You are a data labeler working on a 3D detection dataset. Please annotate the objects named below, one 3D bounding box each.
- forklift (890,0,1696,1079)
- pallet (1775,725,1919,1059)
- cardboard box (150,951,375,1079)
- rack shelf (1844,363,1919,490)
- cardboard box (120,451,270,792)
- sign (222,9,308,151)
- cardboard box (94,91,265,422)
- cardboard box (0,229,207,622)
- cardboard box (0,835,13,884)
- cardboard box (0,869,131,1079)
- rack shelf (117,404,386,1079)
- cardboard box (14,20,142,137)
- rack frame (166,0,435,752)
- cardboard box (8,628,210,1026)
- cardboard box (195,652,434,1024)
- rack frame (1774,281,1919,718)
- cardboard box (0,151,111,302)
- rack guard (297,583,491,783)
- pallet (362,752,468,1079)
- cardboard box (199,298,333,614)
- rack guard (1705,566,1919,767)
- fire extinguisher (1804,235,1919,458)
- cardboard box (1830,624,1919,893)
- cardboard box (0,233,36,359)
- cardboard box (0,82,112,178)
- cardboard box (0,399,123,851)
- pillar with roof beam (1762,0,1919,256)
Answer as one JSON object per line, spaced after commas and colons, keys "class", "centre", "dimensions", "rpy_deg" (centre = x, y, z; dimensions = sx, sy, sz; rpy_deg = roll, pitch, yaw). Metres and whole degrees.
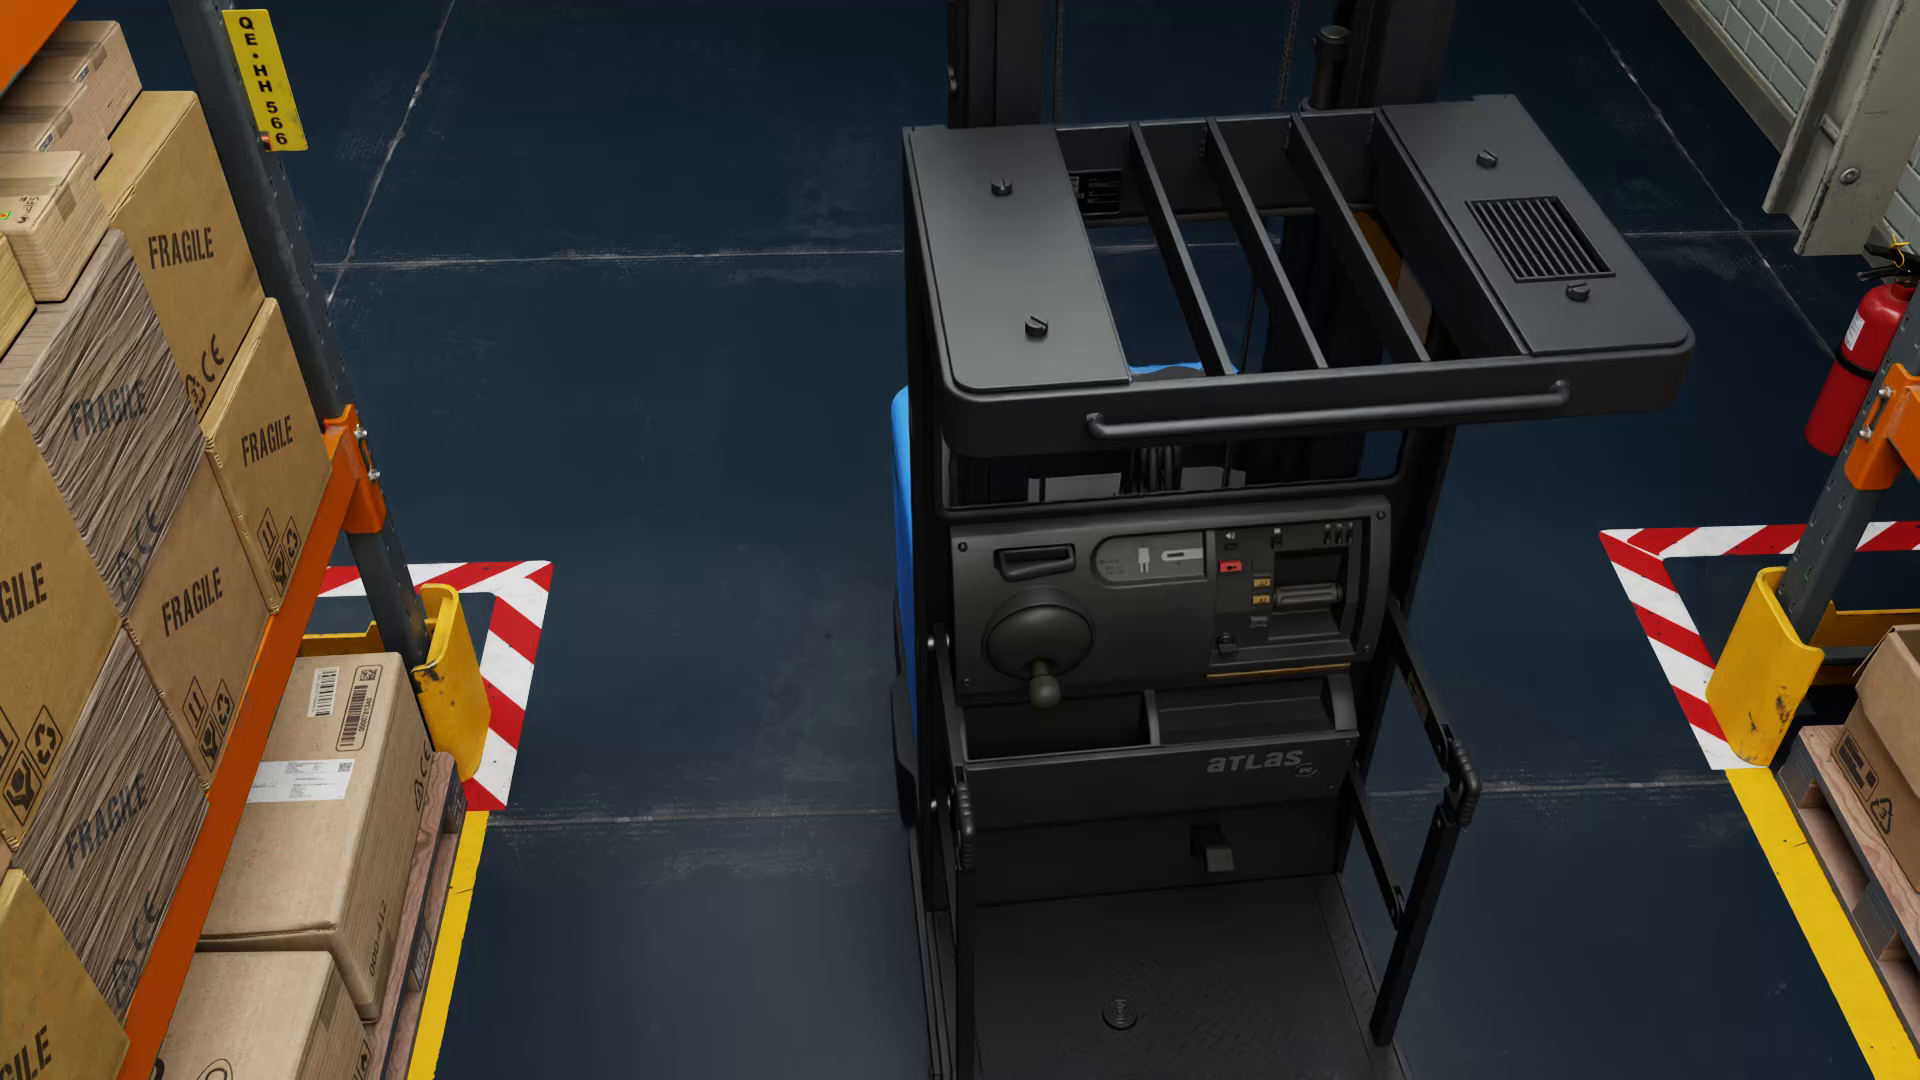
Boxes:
{"class": "forklift", "centre": [0.472, 0.217, 3.344], "dimensions": [1.130, 2.935, 3.031], "rpy_deg": [-4, 43, -5]}
{"class": "pallet", "centre": [2.962, 1.011, 4.491], "dimensions": [1.003, 0.211, 1.213], "rpy_deg": [-2, 43, -2]}
{"class": "cardboard box", "centre": [-1.860, 1.388, 3.601], "dimensions": [0.875, 0.438, 0.875], "rpy_deg": [-1, 43, -1]}
{"class": "rack shelf", "centre": [3.009, 1.009, 2.962], "dimensions": [1.077, 0.370, 4.000], "rpy_deg": [-2, 43, -2]}
{"class": "cardboard box", "centre": [-1.744, 0.159, 3.283], "dimensions": [0.500, 0.500, 0.500], "rpy_deg": [-2, 43, -3]}
{"class": "sign", "centre": [-1.492, -0.982, 3.569], "dimensions": [0.100, 0.325, 0.005], "rpy_deg": [-2, 43, -2]}
{"class": "cardboard box", "centre": [-1.777, -0.549, 3.315], "dimensions": [0.500, 0.500, 0.500], "rpy_deg": [0, 43, 0]}
{"class": "cardboard box", "centre": [-1.725, -0.197, 2.931], "dimensions": [0.500, 0.500, 0.500], "rpy_deg": [-2, 43, -2]}
{"class": "cardboard box", "centre": [-1.688, 0.477, 2.196], "dimensions": [0.500, 0.500, 0.500], "rpy_deg": [-2, 43, -2]}
{"class": "cardboard box", "centre": [-1.677, 0.854, 2.525], "dimensions": [0.500, 0.500, 0.500], "rpy_deg": [0, 43, -1]}
{"class": "rack shelf", "centre": [-1.950, 1.154, 2.804], "dimensions": [1.077, 0.370, 4.000], "rpy_deg": [-2, 43, -2]}
{"class": "cardboard box", "centre": [-1.820, -0.870, 3.185], "dimensions": [0.380, 0.149, 0.250], "rpy_deg": [-1, 43, -1]}
{"class": "rack frame", "centre": [-2.035, -0.462, 4.034], "dimensions": [1.000, 3.000, 0.127], "rpy_deg": [-2, 43, -2]}
{"class": "cardboard box", "centre": [-1.712, 0.506, 2.905], "dimensions": [0.500, 0.500, 0.500], "rpy_deg": [-1, 43, -1]}
{"class": "cardboard box", "centre": [-1.907, 0.771, 4.275], "dimensions": [0.875, 0.438, 0.875], "rpy_deg": [-3, 43, -3]}
{"class": "rack frame", "centre": [2.924, -0.607, 4.192], "dimensions": [1.000, 3.000, 0.127], "rpy_deg": [-2, 43, -2]}
{"class": "cardboard box", "centre": [-1.690, -0.527, 2.811], "dimensions": [0.380, 0.149, 0.250], "rpy_deg": [-2, 43, -2]}
{"class": "rack guard", "centre": [-2.036, 0.443, 4.896], "dimensions": [1.175, 0.500, 0.348], "rpy_deg": [-2, 43, -2]}
{"class": "pallet", "centre": [-1.923, 1.104, 4.390], "dimensions": [1.003, 0.211, 1.213], "rpy_deg": [-2, 43, -2]}
{"class": "cardboard box", "centre": [-1.750, -0.181, 3.653], "dimensions": [0.500, 0.500, 0.500], "rpy_deg": [-1, 43, -2]}
{"class": "rack guard", "centre": [2.927, 0.366, 4.981], "dimensions": [1.175, 0.500, 0.348], "rpy_deg": [-2, 43, -2]}
{"class": "fire extinguisher", "centre": [2.456, -0.527, 4.438], "dimensions": [0.296, 0.674, 0.183], "rpy_deg": [-2, 43, -2]}
{"class": "cardboard box", "centre": [2.855, 0.574, 4.440], "dimensions": [0.797, 0.503, 0.637], "rpy_deg": [-3, 43, -3]}
{"class": "cardboard box", "centre": [-1.720, -0.356, 2.625], "dimensions": [0.380, 0.149, 0.250], "rpy_deg": [-1, 43, -1]}
{"class": "cardboard box", "centre": [-1.785, -0.699, 2.999], "dimensions": [0.380, 0.149, 0.250], "rpy_deg": [-1, 43, -1]}
{"class": "cardboard box", "centre": [-1.708, 0.137, 2.566], "dimensions": [0.500, 0.500, 0.500], "rpy_deg": [-2, 43, -2]}
{"class": "pillar with roof beam", "centre": [-0.591, -4.541, 4.044], "dimensions": [9.100, 9.000, 0.400], "rpy_deg": [-2, 43, -2]}
